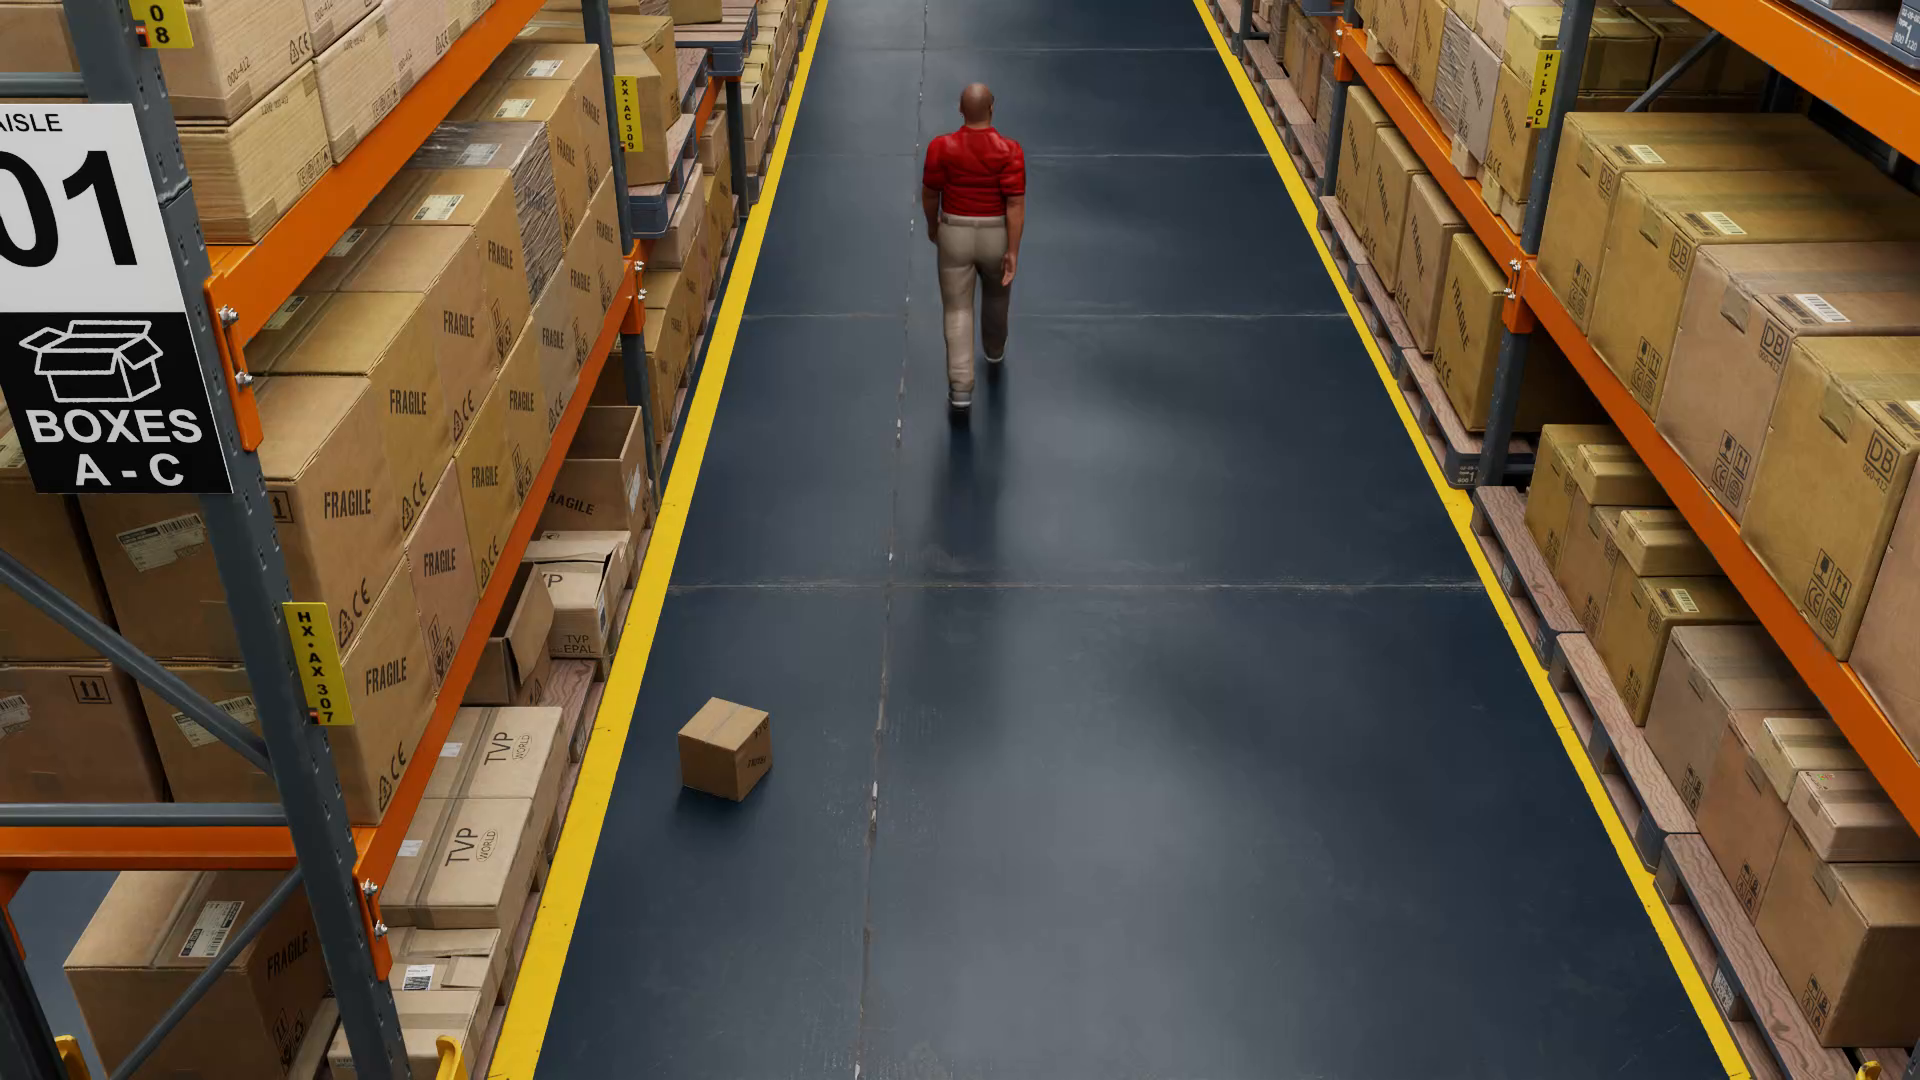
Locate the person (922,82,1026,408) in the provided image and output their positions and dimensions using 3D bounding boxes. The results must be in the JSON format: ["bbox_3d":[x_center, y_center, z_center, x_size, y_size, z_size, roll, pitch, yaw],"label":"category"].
[{"bbox_3d":[0.068,-1.604,8.785,0.536,1.670,1.049,0,31,0],"label":"person"}]
